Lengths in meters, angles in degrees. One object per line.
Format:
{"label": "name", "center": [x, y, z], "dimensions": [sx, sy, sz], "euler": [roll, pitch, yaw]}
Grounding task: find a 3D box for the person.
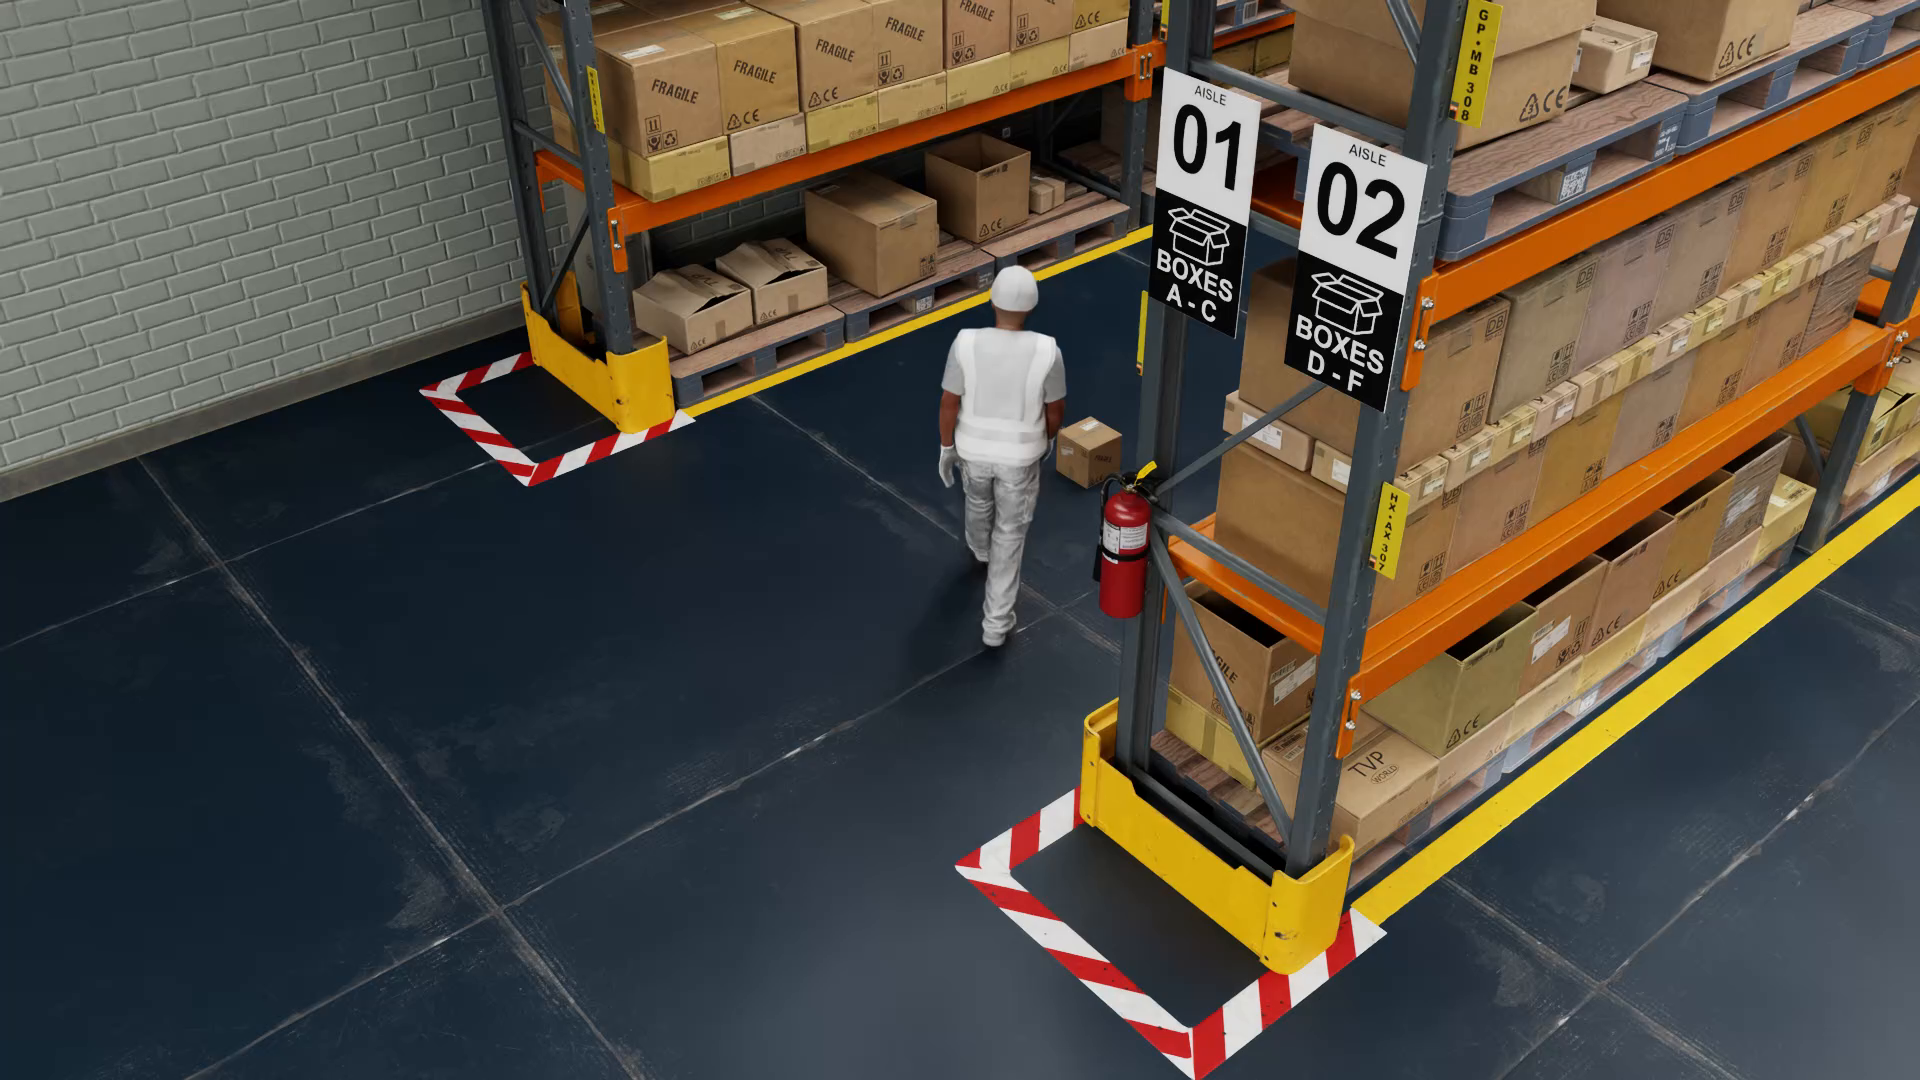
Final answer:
{"label": "person", "center": [0.210, -0.463, 7.677], "dimensions": [0.558, 1.731, 0.977], "euler": [8, 36, 11]}
